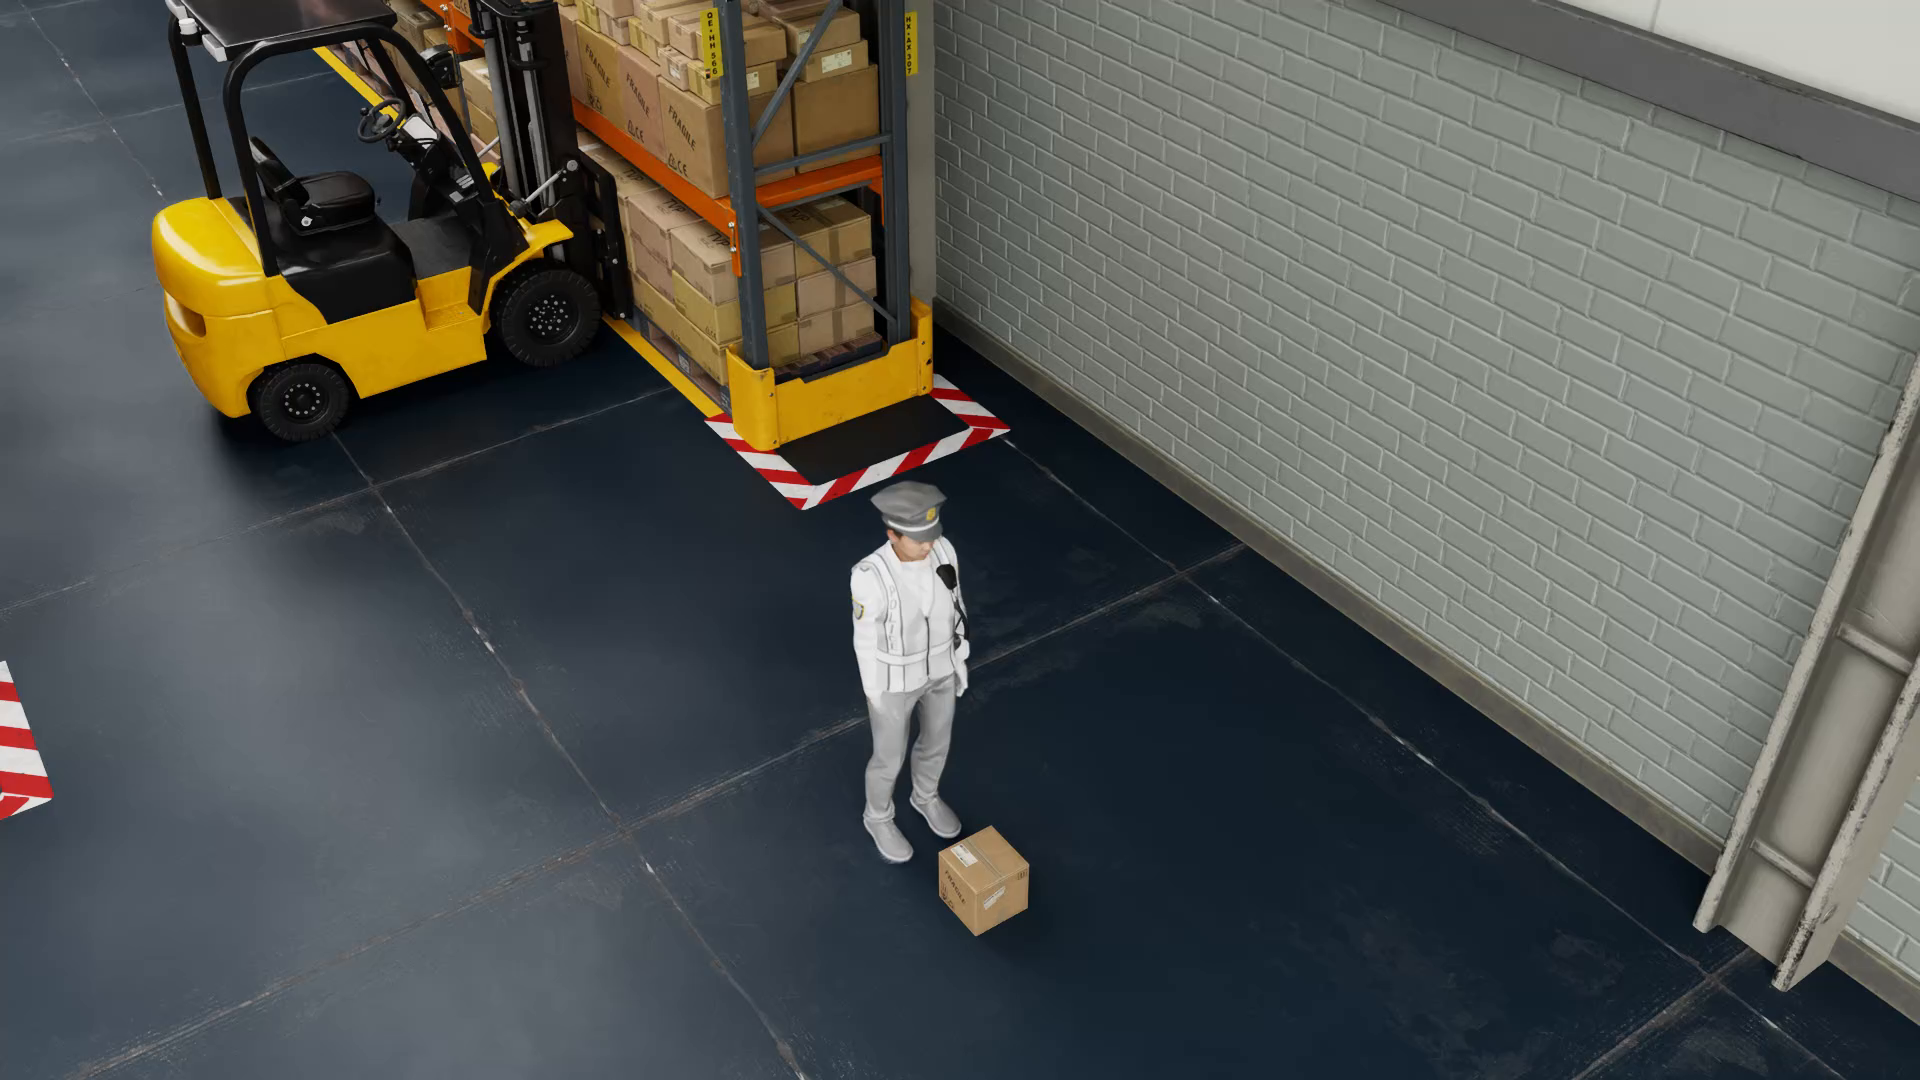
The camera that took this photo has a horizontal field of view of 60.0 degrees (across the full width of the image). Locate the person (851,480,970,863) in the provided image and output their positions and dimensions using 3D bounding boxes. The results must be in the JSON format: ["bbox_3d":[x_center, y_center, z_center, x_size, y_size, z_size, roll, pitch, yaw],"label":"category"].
[{"bbox_3d":[-0.159,0.510,6.318,0.451,1.665,0.329,-22,42,-27],"label":"person"}]
